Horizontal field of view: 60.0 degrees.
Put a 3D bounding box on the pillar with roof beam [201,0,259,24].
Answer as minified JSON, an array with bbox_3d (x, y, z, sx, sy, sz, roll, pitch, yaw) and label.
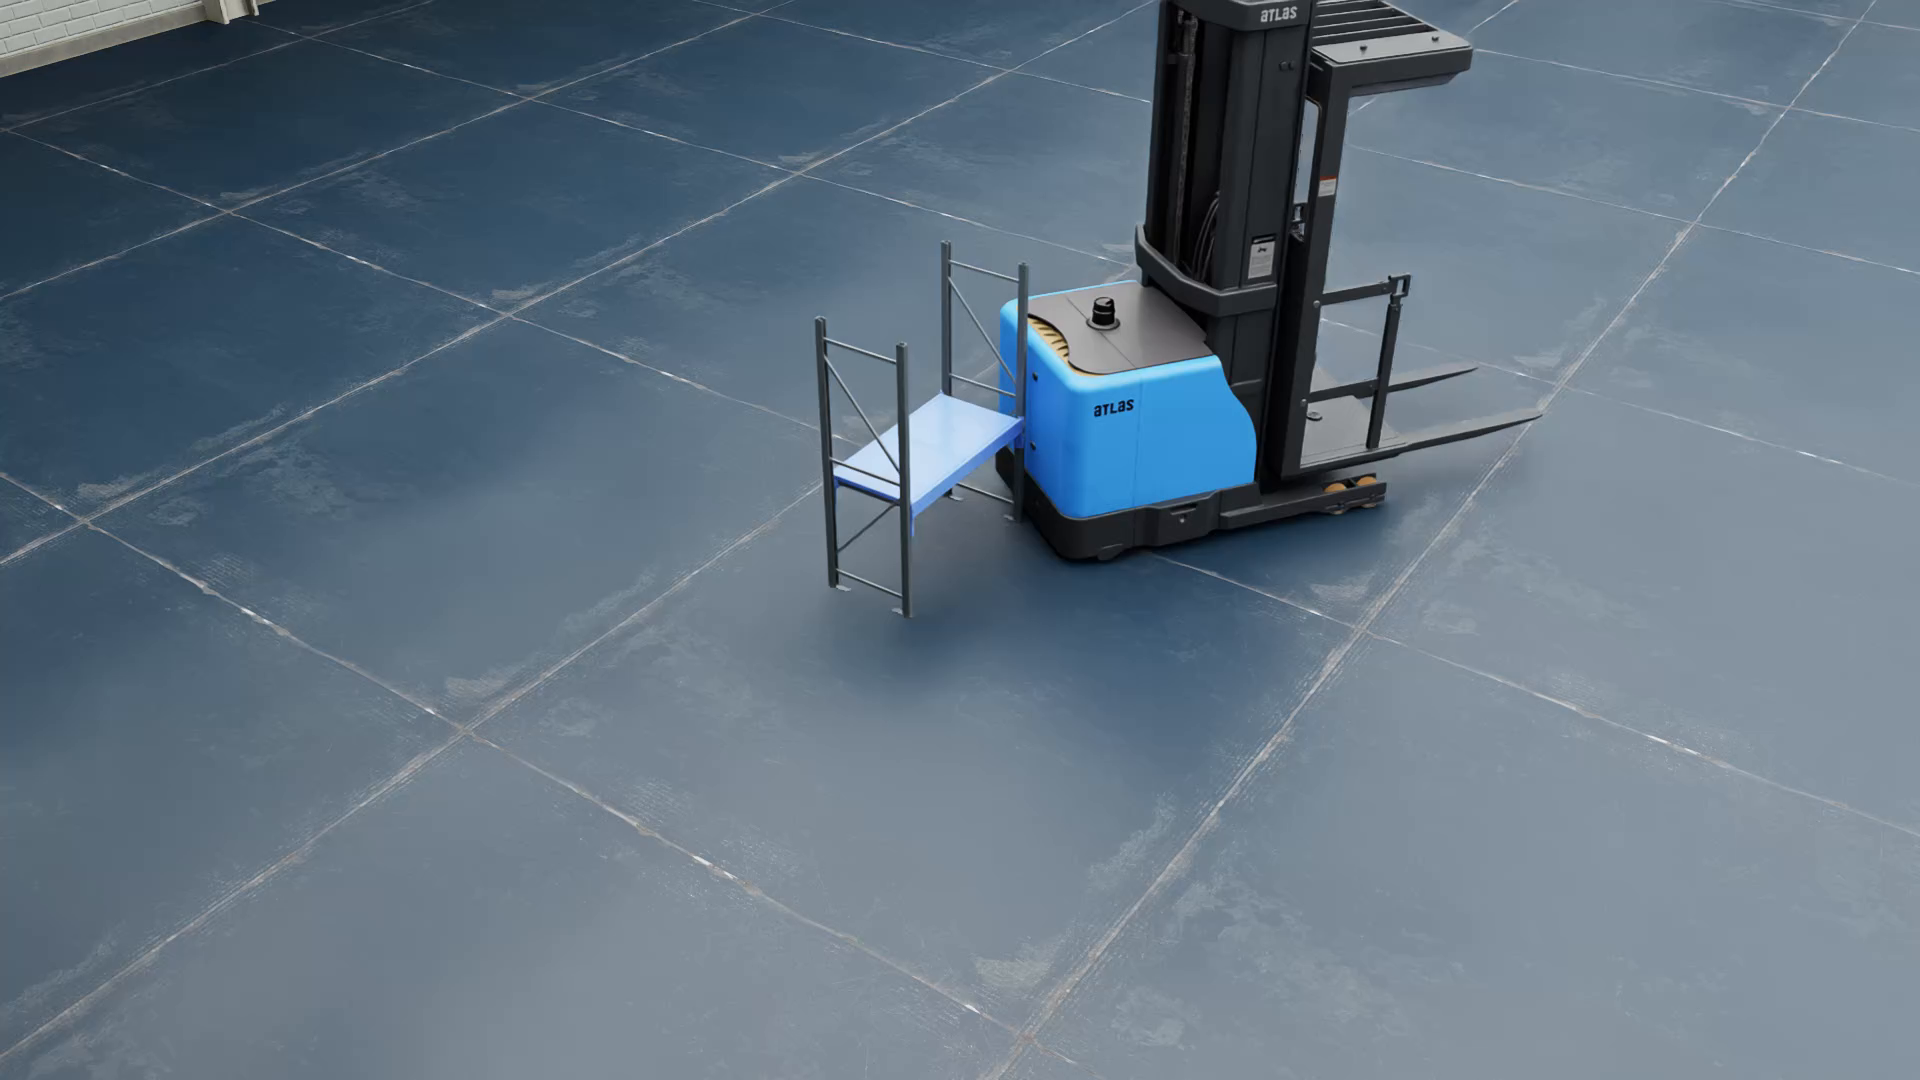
[{"bbox_3d":[-3.623,-7.506,11.816,9.100,9.000,0.400,21,39,28],"label":"pillar with roof beam"}]

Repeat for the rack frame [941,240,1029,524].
[{"bbox_3d":[0.120,-0.789,8.578,0.500,1.500,0.032,21,39,28],"label":"rack frame"}]

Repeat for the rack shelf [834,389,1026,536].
[{"bbox_3d":[-0.163,-0.404,8.330,0.538,0.185,1.000,21,39,28],"label":"rack shelf"}]

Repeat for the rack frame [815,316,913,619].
[{"bbox_3d":[-0.447,-0.317,7.879,0.500,1.500,0.032,21,39,28],"label":"rack frame"}]

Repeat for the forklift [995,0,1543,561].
[{"bbox_3d":[1.766,-1.615,8.521,3.031,2.935,1.130,-12,36,-17],"label":"forklift"}]

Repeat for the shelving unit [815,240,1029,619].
[{"bbox_3d":[-0.163,-0.553,8.229,0.538,1.500,1.048,21,39,28],"label":"shelving unit"}]
